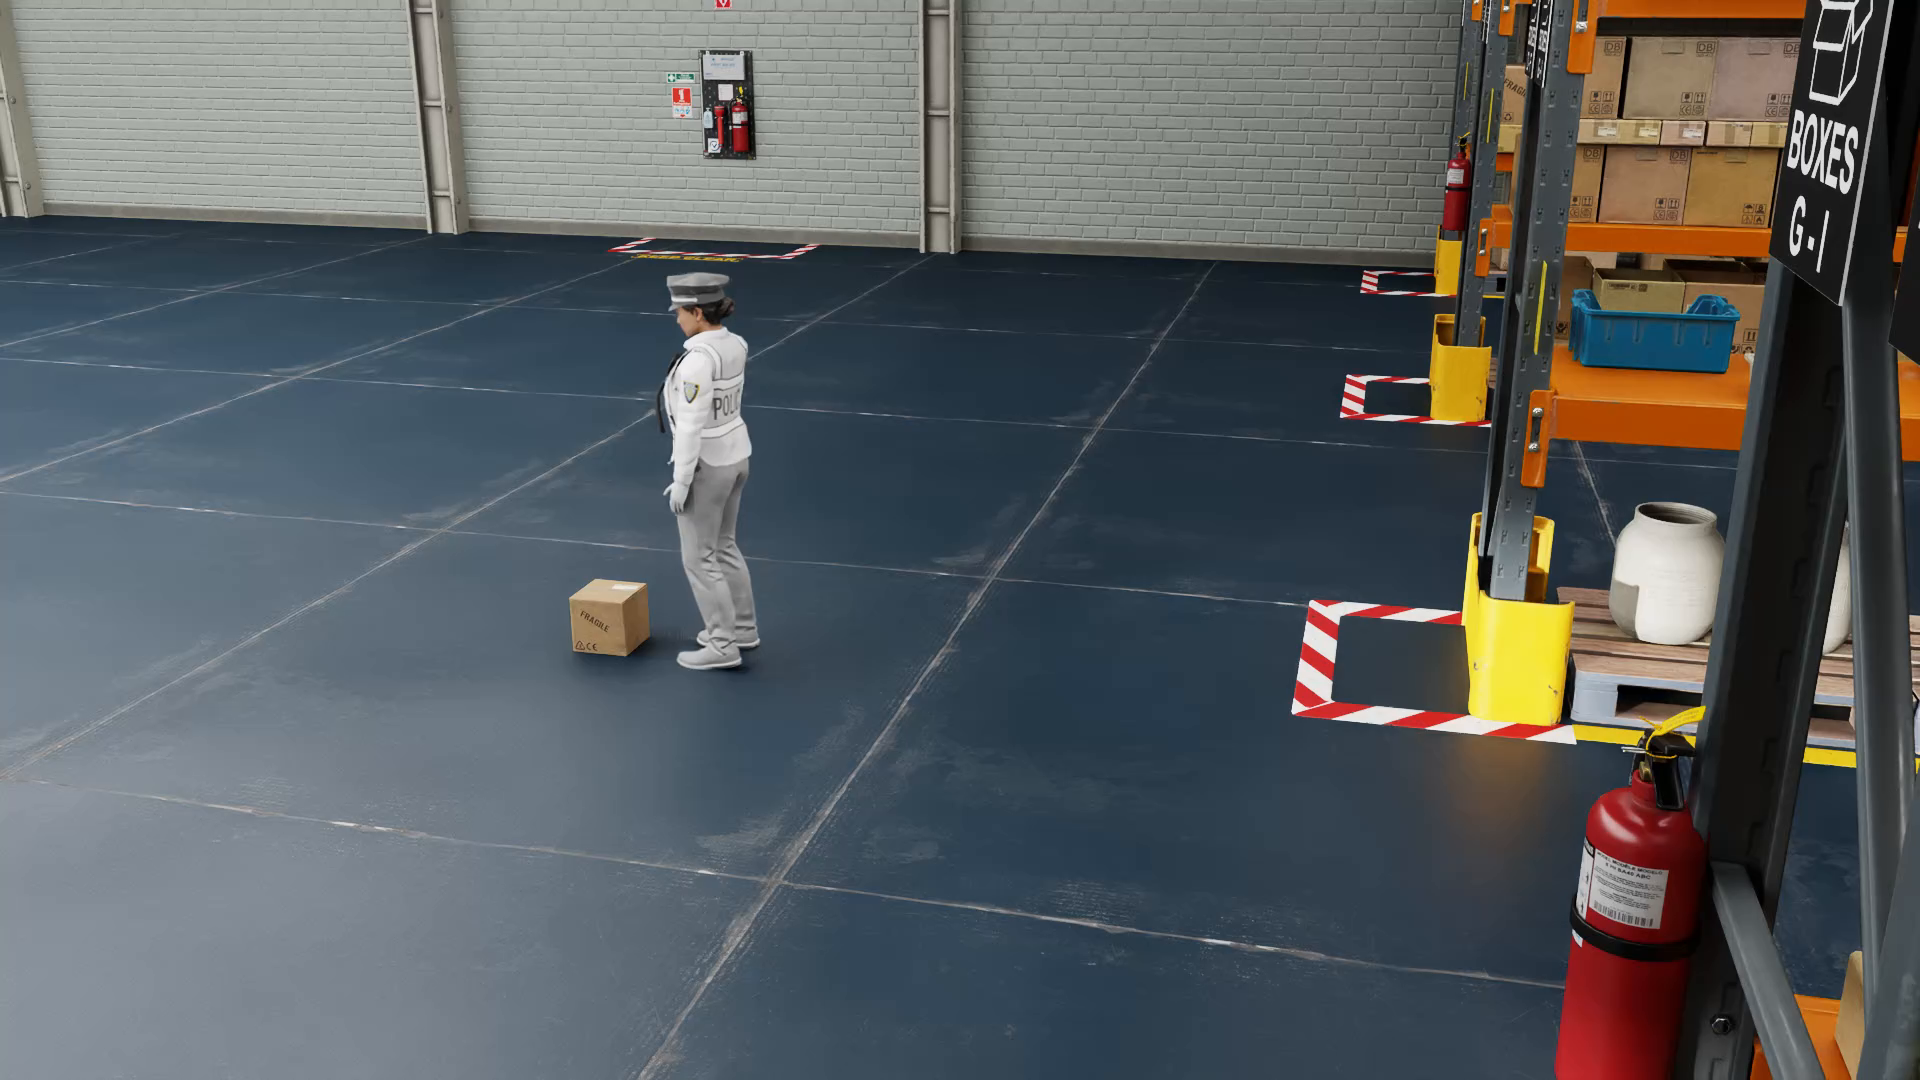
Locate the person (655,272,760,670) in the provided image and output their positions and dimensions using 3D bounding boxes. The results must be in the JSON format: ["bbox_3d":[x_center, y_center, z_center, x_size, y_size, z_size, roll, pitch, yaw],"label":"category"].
[{"bbox_3d":[-1.048,-0.278,6.909,0.327,1.665,0.471,5,19,14],"label":"person"}]
